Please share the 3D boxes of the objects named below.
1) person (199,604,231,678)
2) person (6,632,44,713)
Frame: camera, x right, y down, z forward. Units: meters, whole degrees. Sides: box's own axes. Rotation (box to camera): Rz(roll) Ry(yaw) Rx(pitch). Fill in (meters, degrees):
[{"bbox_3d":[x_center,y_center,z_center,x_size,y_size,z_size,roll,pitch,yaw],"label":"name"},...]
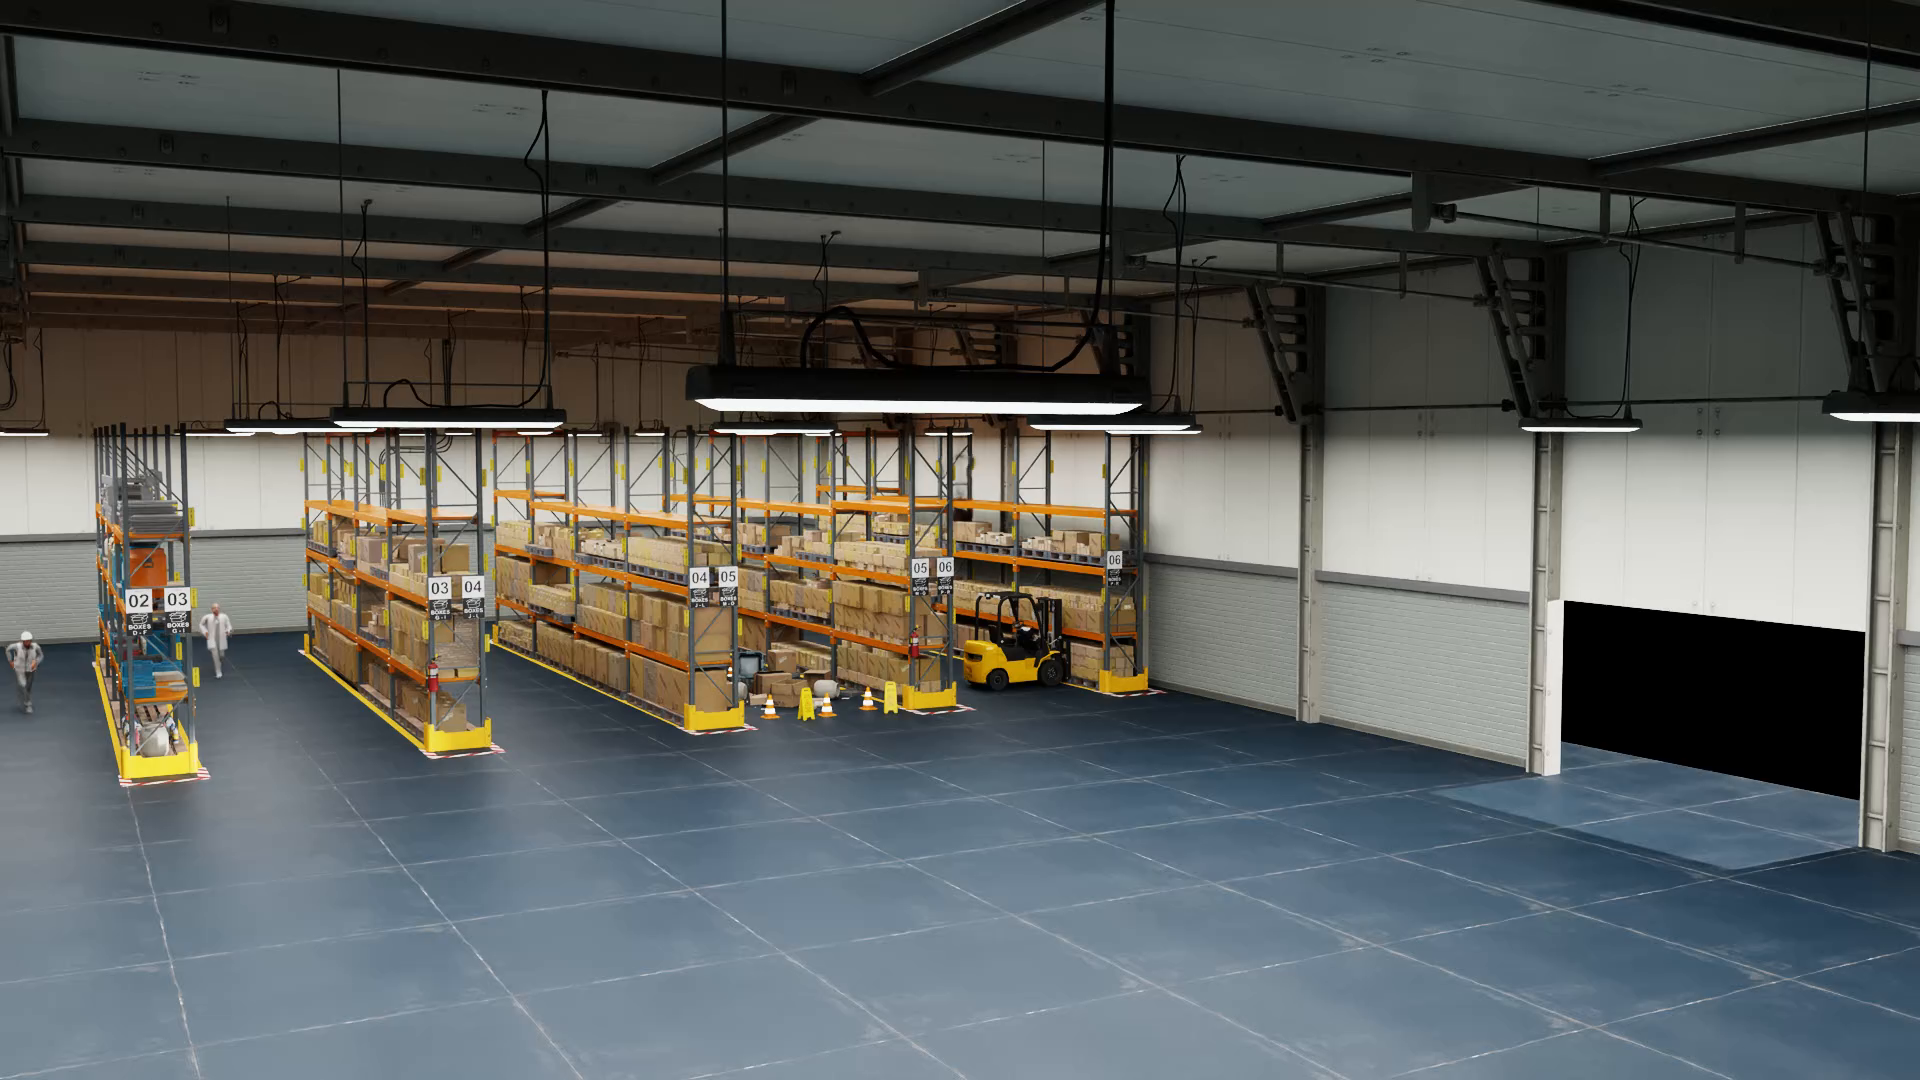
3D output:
[{"bbox_3d":[-18.026,2.422,40.265,0.695,1.765,0.880,-2,4,-32],"label":"person"},{"bbox_3d":[-19.739,2.772,35.105,0.697,1.732,1.050,-2,4,-34],"label":"person"}]
